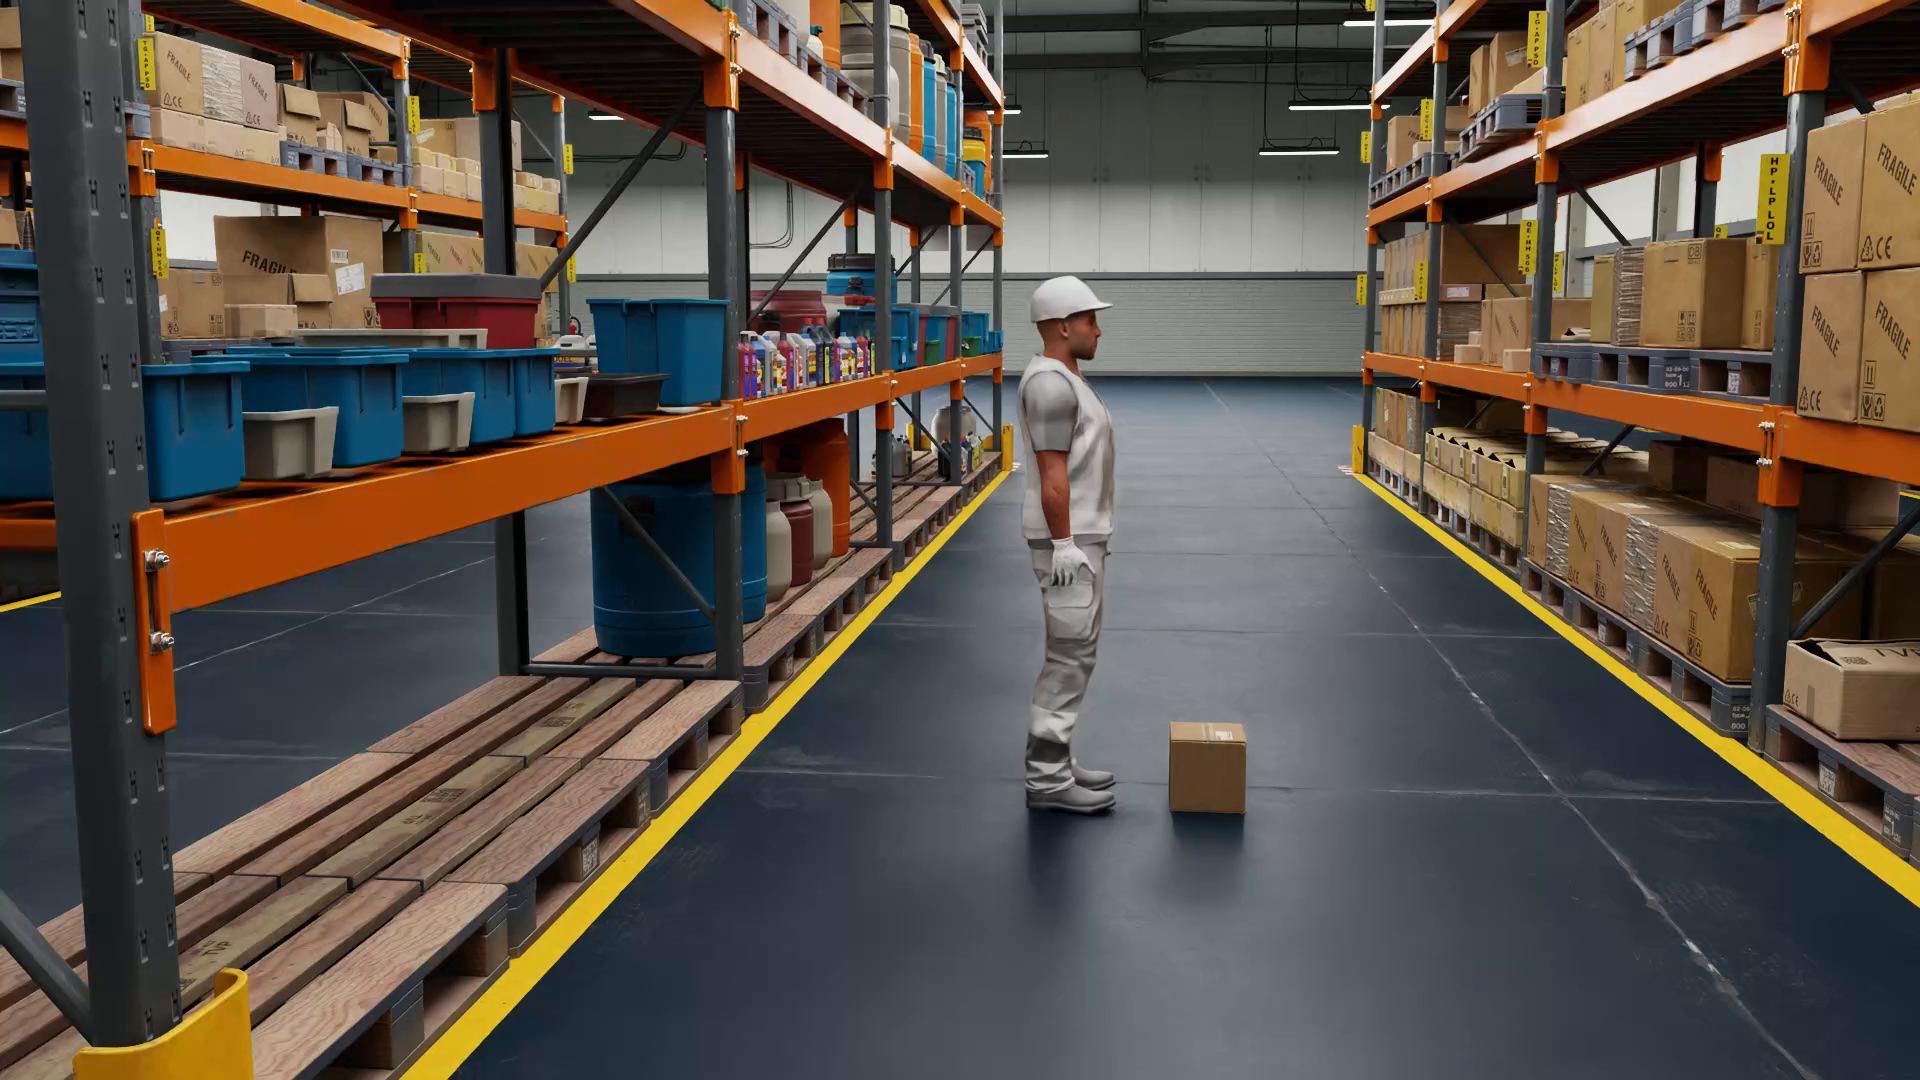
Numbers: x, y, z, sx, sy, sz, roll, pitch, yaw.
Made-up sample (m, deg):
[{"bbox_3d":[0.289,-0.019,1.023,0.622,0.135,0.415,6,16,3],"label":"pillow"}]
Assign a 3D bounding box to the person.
[{"bbox_3d":[0.372,0.007,5.647,0.348,1.786,0.524,1,8,8],"label":"person"}]
